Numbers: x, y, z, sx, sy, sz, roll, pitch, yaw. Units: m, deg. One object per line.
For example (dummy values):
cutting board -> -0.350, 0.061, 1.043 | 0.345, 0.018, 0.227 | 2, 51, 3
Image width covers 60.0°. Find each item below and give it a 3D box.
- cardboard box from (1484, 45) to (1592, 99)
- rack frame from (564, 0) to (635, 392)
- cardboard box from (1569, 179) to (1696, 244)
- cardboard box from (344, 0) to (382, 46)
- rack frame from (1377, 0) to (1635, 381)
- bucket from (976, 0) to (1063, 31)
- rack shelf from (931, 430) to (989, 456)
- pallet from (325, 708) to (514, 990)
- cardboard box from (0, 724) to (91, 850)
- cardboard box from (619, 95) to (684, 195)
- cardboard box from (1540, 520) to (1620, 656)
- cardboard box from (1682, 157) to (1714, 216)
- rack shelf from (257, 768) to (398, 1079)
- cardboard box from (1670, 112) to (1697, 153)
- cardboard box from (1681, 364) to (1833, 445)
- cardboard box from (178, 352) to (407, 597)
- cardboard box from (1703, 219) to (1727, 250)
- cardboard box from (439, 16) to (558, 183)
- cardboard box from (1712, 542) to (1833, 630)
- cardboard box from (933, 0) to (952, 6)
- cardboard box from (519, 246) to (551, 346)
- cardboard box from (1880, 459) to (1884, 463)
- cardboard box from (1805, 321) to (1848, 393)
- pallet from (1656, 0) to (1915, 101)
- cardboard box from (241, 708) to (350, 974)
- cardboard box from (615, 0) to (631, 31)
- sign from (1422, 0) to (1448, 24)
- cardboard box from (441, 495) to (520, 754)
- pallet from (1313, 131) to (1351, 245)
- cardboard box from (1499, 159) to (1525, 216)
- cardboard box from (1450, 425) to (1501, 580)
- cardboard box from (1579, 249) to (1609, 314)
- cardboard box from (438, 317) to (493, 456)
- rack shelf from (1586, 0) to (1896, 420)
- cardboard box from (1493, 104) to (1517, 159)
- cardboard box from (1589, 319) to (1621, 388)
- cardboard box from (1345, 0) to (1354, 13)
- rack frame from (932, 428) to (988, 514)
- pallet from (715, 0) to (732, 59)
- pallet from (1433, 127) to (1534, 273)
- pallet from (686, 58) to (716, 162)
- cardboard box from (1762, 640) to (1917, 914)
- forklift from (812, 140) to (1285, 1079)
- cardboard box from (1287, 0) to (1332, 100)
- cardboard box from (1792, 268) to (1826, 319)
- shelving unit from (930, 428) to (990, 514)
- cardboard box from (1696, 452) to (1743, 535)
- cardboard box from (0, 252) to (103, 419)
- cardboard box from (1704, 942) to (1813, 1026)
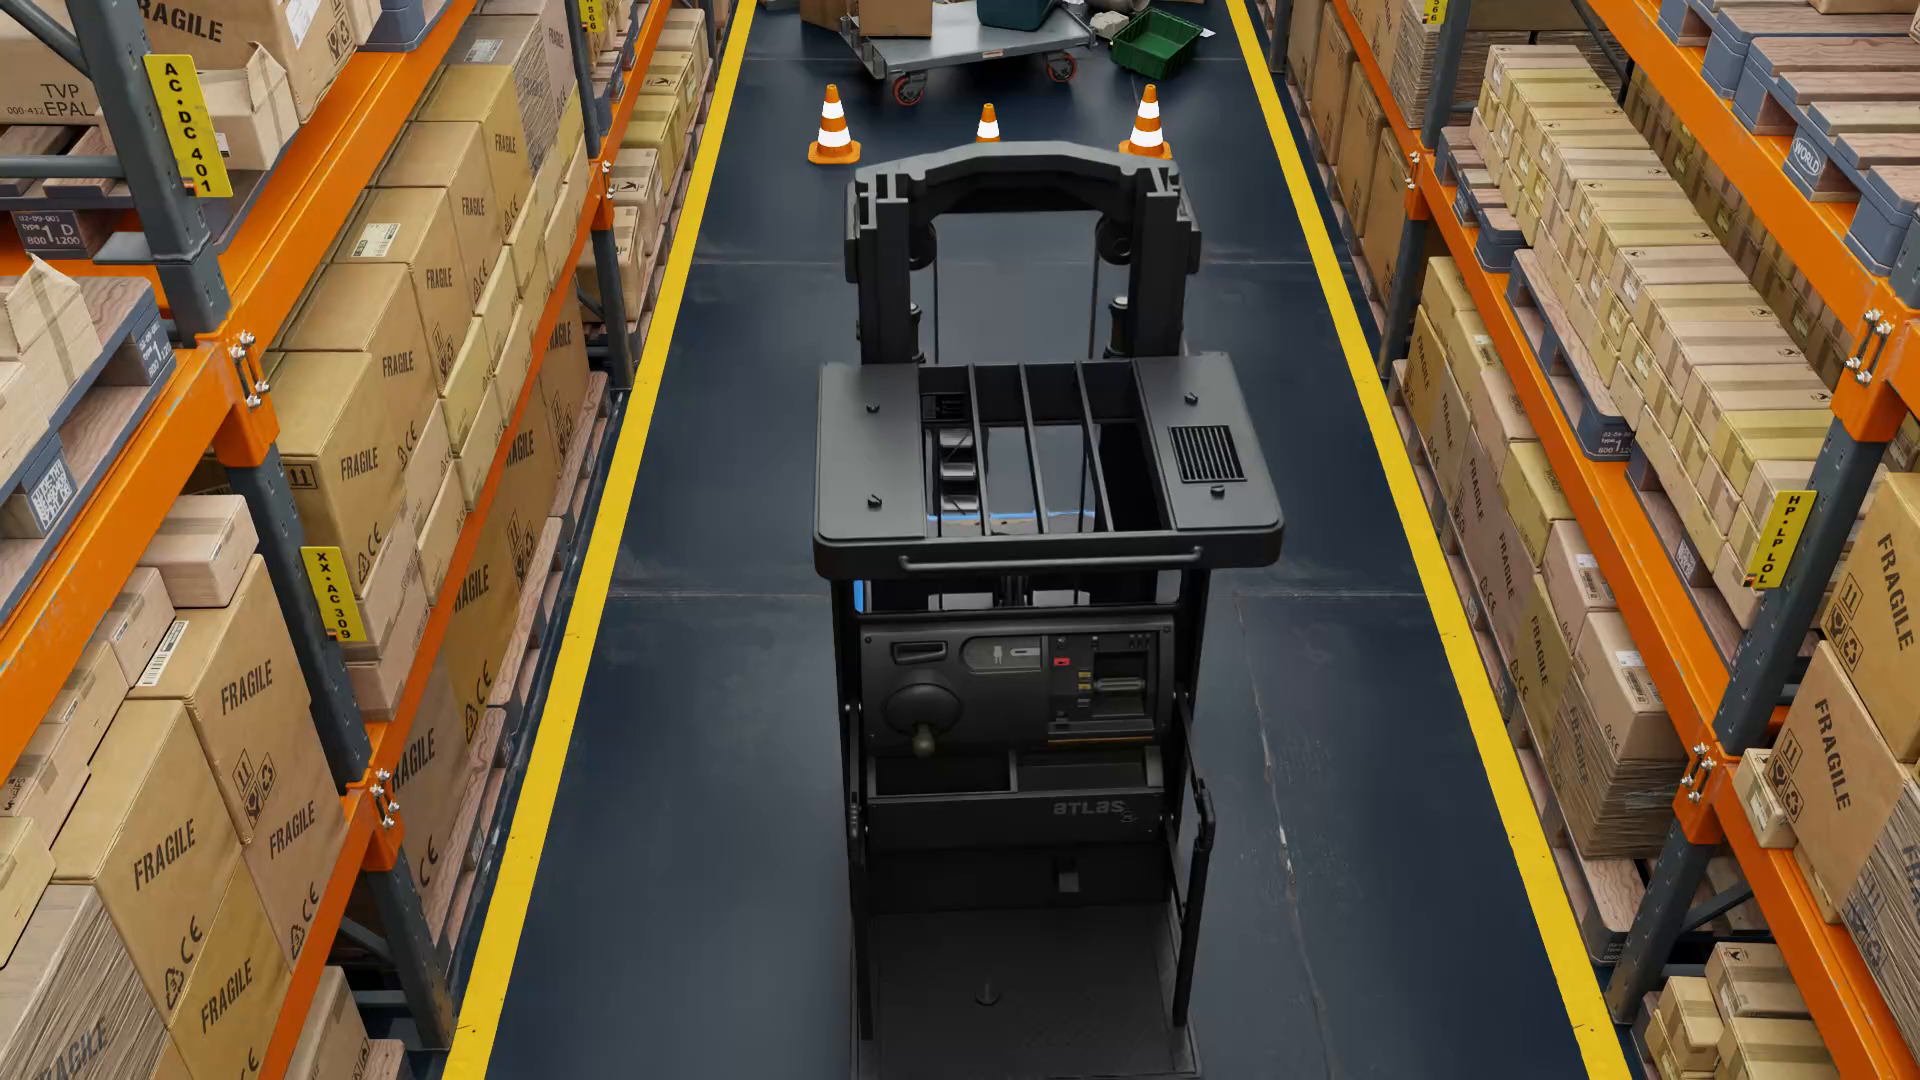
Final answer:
cardboard box -> 2.536, -2.058, 7.309 | 0.380, 0.149, 0.250 | 0, 39, 0
rack frame -> -2.221, -1.985, 7.828 | 1.000, 3.000, 0.127 | 0, 39, 0
cardboard box -> 2.539, -1.239, 6.287 | 0.380, 0.149, 0.250 | 1, 39, 1
cardboard box -> -1.868, -1.518, 4.699 | 0.380, 0.166, 0.250 | -3, 39, -3
rack frame -> 2.729, -2.052, 7.912 | 1.000, 3.000, 0.127 | 0, 39, 0
bucket -> 0.419, -3.952, 11.686 | 0.726, 0.611, 0.620 | 13, 50, 15
rack shelf -> 0.000, -0.461, 7.371 | 0.258, 0.077, 0.200 | 0, 39, 0
pallet -> -2.292, 1.122, 6.181 | 1.003, 0.211, 1.213 | 0, 39, 0
cardboard box -> -1.997, 0.506, 3.322 | 0.380, 0.149, 0.250 | 0, 39, 0
cardboard box -> -2.215, -2.413, 10.127 | 0.950, 0.372, 0.625 | 1, 39, 1
cardboard box -> 2.493, 0.181, 6.188 | 0.500, 0.250, 0.500 | 2, 39, 2
cardboard box -> 3.190, -1.437, 6.772 | 0.380, 0.149, 0.250 | 0, 39, 0
rack shelf -> -2.214, 2.048, 3.371 | 1.077, 0.370, 4.000 | 0, 39, 0
cardboard box -> 3.187, -1.723, 6.891 | 0.380, 0.149, 0.250 | 1, 39, 1
cardboard box -> 2.539, -0.429, 5.276 | 0.380, 0.149, 0.250 | -1, 39, -1
cardboard box -> -1.929, -0.188, 4.707 | 0.500, 0.500, 0.500 | 0, 39, 0
cardboard box -> 3.187, -1.169, 6.675 | 0.380, 0.149, 0.250 | -2, 39, -2
cardboard box -> -1.950, -1.770, 6.681 | 0.500, 0.500, 0.500 | 1, 39, 1
cardboard box -> 2.535, 0.135, 5.047 | 0.380, 0.149, 0.250 | -1, 39, -1
cardboard box -> -0.080, -3.931, 12.442 | 0.258, 0.266, 0.396 | -28, 46, -30
cardboard box -> -1.960, -0.976, 6.689 | 0.500, 0.250, 0.500 | 0, 39, -1
cardboard box -> 3.191, -0.193, 5.457 | 0.380, 0.149, 0.250 | 0, 39, 0
cardboard box -> 3.187, -0.634, 5.769 | 0.380, 0.149, 0.250 | 1, 39, 2
pallet -> 2.835, -1.682, 5.202 | 1.213, 0.211, 1.003 | 0, 39, 0
cardboard box -> -1.960, 0.767, 4.314 | 0.500, 0.500, 0.500 | 0, 39, 0
cardboard box -> -1.936, -2.774, 8.678 | 0.380, 0.149, 0.250 | 0, 39, 0
sign -> 2.174, -2.501, 7.547 | 0.100, 0.325, 0.005 | 0, 39, 0
cardboard box -> -2.306, 0.229, 6.429 | 0.875, 0.875, 0.875 | 1, 39, 1
pallet -> 2.805, -2.218, 10.349 | 1.003, 0.211, 1.213 | 0, 39, 0
cardboard box -> 2.529, -1.501, 7.090 | 0.380, 0.149, 0.250 | 2, 39, 2
cardboard box -> 2.484, -0.162, 7.217 | 0.500, 0.500, 0.500 | -1, 39, -1
cardboard box -> 2.536, -0.957, 6.173 | 0.380, 0.149, 0.250 | 1, 39, 2
cardboard box -> -1.937, -0.537, 5.742 | 0.500, 0.250, 0.500 | 0, 39, 1
rack shelf -> 2.732, -1.691, 5.638 | 1.077, 0.370, 4.000 | 0, 39, 0
cardboard box -> 2.531, -1.762, 7.177 | 0.380, 0.149, 0.250 | 2, 39, 2
cardboard box -> 2.531, -0.679, 6.064 | 0.380, 0.149, 0.250 | 2, 39, 2
cardboard box -> 2.456, -3.317, 9.411 | 0.500, 0.500, 0.500 | 1, 39, 1
rack frame -> 0.000, -0.282, 7.383 | 0.240, 0.900, 0.006 | 0, 39, 0
pallet -> -2.261, -3.818, 12.346 | 1.003, 0.211, 1.213 | 0, 39, 0
pallet -> 2.837, -1.531, 7.416 | 1.213, 0.211, 1.003 | 0, 39, 0
pallet -> -2.223, -2.912, 11.214 | 1.003, 0.211, 1.213 | 0, 39, 0
cardboard box -> 2.482, 0.604, 4.279 | 0.500, 0.500, 0.500 | -1, 39, -1
forklift -> 0.185, 0.508, 4.772 | 1.130, 2.935, 3.031 | -2, 39, -2
cardboard box -> 2.815, -3.451, 11.121 | 1.050, 0.750, 0.750 | 0, 39, 0
cardboard box -> 3.191, -0.904, 5.868 | 0.380, 0.149, 0.250 | 1, 39, 2
shelving unit -> 0.000, -0.346, 7.462 | 0.258, 0.900, 0.210 | 0, 39, 0
cardboard box -> 2.534, -0.146, 5.161 | 0.380, 0.149, 0.250 | 0, 39, 0
cardboard box -> -1.895, -0.405, 3.150 | 0.396, 0.266, 0.258 | 1, 39, 1
cardboard box -> 2.527, 1.382, 5.096 | 0.380, 0.149, 0.250 | 1, 39, 2
